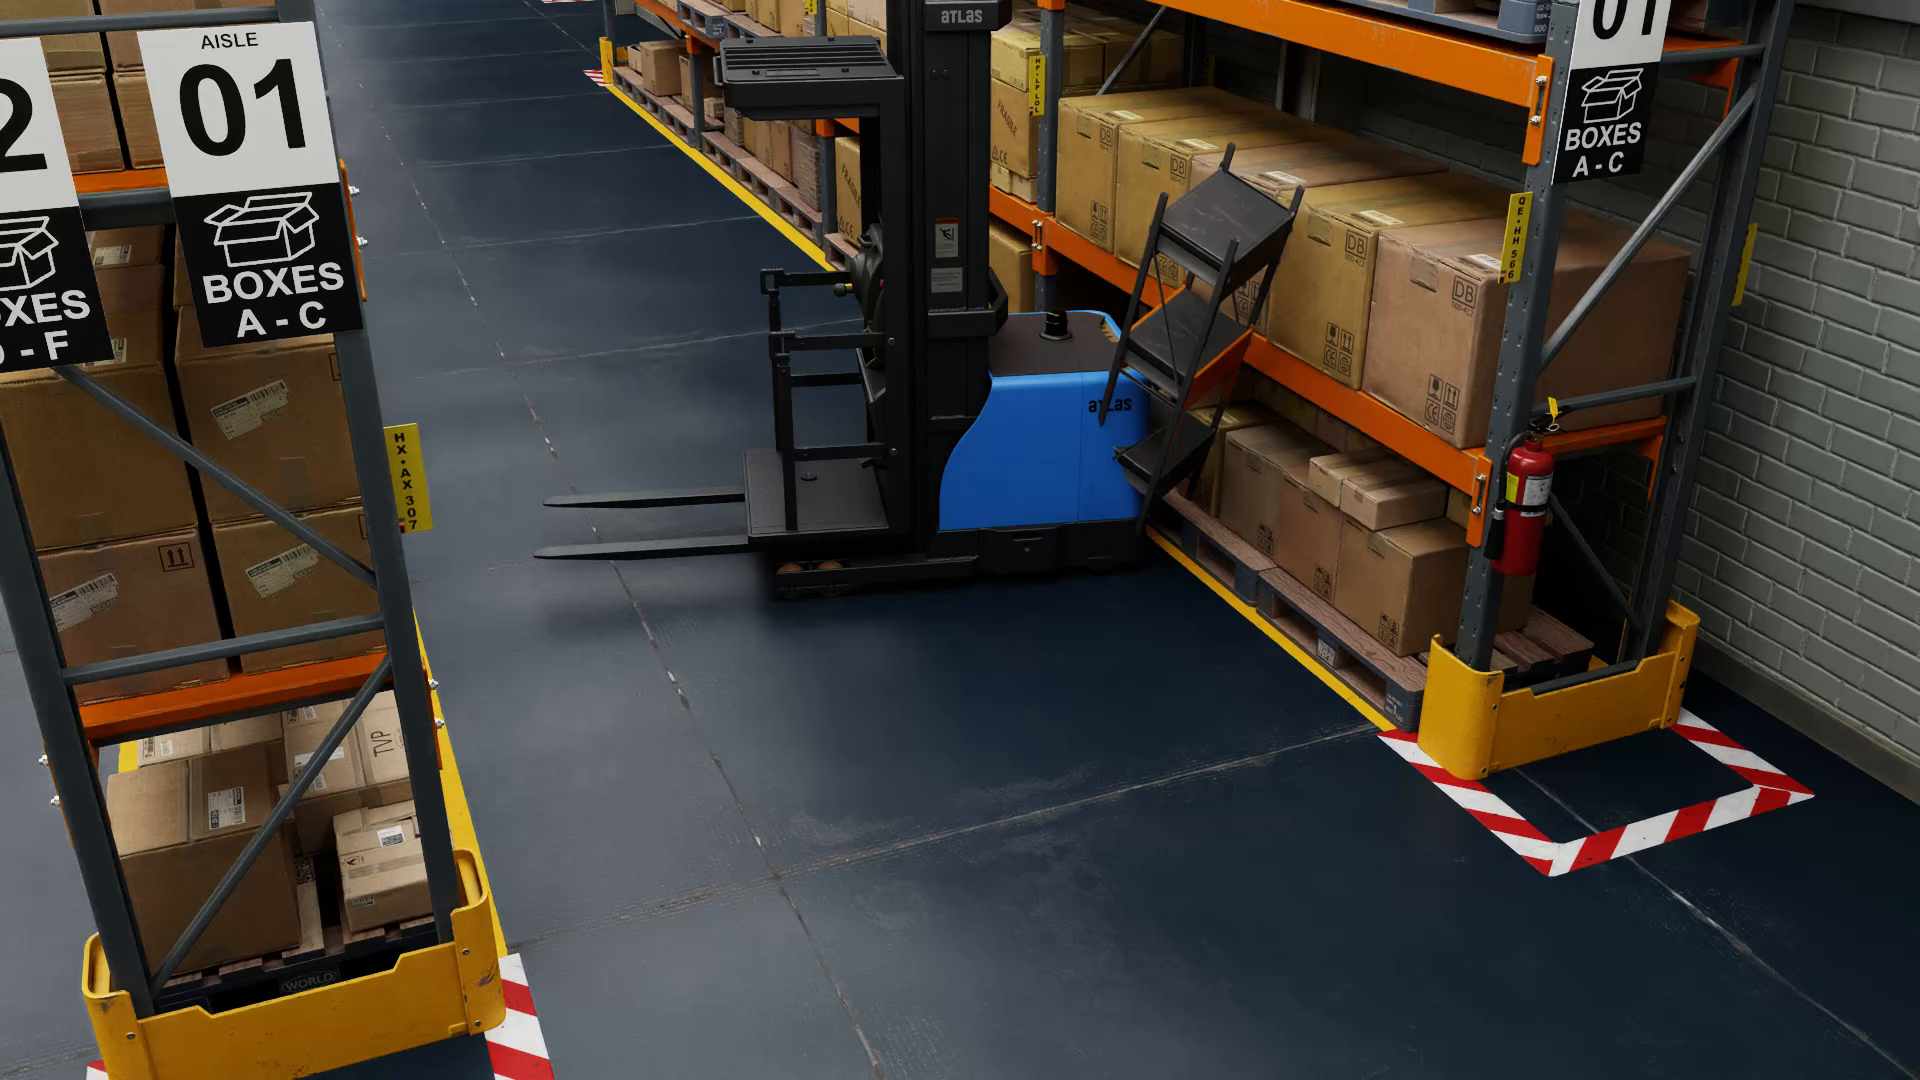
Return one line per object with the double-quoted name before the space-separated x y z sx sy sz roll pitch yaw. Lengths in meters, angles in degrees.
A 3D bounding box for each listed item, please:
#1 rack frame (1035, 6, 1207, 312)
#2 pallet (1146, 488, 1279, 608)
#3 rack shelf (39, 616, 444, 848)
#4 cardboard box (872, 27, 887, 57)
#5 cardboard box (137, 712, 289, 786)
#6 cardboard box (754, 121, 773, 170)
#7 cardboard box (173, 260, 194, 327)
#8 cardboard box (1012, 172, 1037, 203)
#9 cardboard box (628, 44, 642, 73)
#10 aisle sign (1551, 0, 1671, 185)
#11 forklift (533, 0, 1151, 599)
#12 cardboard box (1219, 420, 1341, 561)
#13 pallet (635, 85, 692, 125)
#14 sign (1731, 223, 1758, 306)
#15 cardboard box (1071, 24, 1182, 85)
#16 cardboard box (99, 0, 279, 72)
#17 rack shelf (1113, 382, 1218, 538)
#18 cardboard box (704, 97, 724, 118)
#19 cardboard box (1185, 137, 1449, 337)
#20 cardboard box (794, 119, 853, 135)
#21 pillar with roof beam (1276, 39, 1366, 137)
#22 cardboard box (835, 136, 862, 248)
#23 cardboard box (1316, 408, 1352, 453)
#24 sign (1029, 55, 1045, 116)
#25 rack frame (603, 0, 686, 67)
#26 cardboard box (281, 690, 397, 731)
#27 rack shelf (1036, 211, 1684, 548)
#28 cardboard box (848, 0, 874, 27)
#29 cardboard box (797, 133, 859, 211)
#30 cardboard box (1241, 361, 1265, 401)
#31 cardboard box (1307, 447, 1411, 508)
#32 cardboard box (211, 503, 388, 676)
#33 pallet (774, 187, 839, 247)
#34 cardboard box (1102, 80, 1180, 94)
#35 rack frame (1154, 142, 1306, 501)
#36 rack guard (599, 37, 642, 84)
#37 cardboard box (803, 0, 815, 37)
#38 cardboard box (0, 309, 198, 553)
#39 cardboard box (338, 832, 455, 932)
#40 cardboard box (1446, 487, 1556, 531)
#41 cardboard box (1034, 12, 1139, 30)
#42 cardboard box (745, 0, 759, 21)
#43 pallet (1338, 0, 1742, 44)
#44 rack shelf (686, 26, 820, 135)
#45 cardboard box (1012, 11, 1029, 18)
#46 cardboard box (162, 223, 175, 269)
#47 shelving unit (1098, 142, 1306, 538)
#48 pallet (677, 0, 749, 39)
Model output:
"rack frame" 0.930 -2.156 9.747 1.000 3.000 0.127 -11 28 -21
"pallet" 1.637 -0.089 8.693 1.003 0.211 1.213 -11 28 -21
"rack shelf" -2.844 -0.173 6.505 1.077 0.370 4.000 -11 28 -21
"cardboard box" -0.292 -3.305 11.624 0.500 0.500 0.500 -11 28 -21
"cardboard box" -2.844 0.783 6.359 0.500 0.250 0.500 -11 28 -21
"cardboard box" -1.489 -3.753 15.365 0.700 0.500 0.500 -10 28 -20
"cardboard box" -2.203 -0.617 5.342 0.500 0.500 0.500 -10 28 -20
"cardboard box" 0.537 -2.140 9.978 0.380 0.149 0.250 -10 28 -20
"cardboard box" -3.582 -5.695 19.559 0.500 0.311 0.500 -14 29 -26
"aisle sign" 2.248 -1.629 5.704 0.394 0.787 0.004 -11 28 -21
"forklift" -0.623 -1.277 8.025 3.031 2.935 1.130 -4 26 -8
"cardboard box" 1.736 -0.277 8.269 0.700 0.500 0.500 -12 28 -22
"pallet" -2.980 -4.891 18.527 1.003 0.211 1.213 -11 28 -21
"sign" 3.009 -1.059 6.423 0.100 0.325 0.005 -11 28 -21
"cardboard box" 0.989 -2.911 9.963 0.500 0.250 0.500 -10 28 -19
"cardboard box" -2.022 -1.446 4.475 0.500 0.250 0.500 -11 28 -21
"rack shelf" 0.932 -0.392 8.339 0.431 0.518 0.480 38 56 19
"cardboard box" -2.440 -4.521 17.319 0.380 0.166 0.250 -15 30 -27
"cardboard box" 1.702 -1.481 8.024 0.980 0.700 0.700 -12 28 -23
"cardboard box" -1.132 -3.705 14.412 0.500 0.250 0.500 -10 28 -20
"pillar with roof beam" -1.961 -3.978 6.642 9.100 9.000 0.400 -11 28 -21
"cardboard box" -0.470 -2.674 12.780 0.750 0.750 0.750 -11 28 -21
"cardboard box" 1.966 -0.556 8.100 0.380 0.149 0.250 -10 28 -20
"sign" 0.434 -2.544 9.312 0.100 0.325 0.005 -11 28 -21
"rack frame" -3.770 -7.001 19.669 1.000 3.000 0.127 -11 28 -21
"cardboard box" -2.404 0.677 6.577 0.500 0.250 0.500 -11 28 -21
"rack shelf" 1.713 -1.025 8.251 1.077 0.370 4.000 -11 28 -21
"cardboard box" -0.485 -3.851 11.888 0.500 0.250 0.500 -11 28 -21
"cardboard box" -0.967 -3.127 14.084 0.700 0.500 0.500 -10 28 -20
"cardboard box" 1.664 -0.865 8.735 0.380 0.149 0.250 -10 28 -20
"cardboard box" 1.811 -0.287 7.551 0.380 0.149 0.250 -10 28 -19
"cardboard box" -1.992 0.042 5.131 0.500 0.500 0.500 -10 28 -20
"pallet" -0.942 -2.834 14.313 1.003 0.211 1.213 -11 28 -21
"cardboard box" 0.981 -2.573 10.125 0.500 0.500 0.500 -12 28 -22
"rack frame" 1.179 -0.958 7.906 0.400 2.100 0.015 38 56 19
"rack guard" -3.740 -5.847 20.155 1.175 0.500 0.348 -11 28 -21
"cardboard box" -0.830 -4.202 13.321 0.700 0.500 0.500 -14 29 -27
"cardboard box" -2.488 -0.315 4.724 0.500 0.500 0.500 -11 28 -21
"cardboard box" -1.908 1.167 5.690 0.380 0.149 0.250 -11 28 -21
"cardboard box" 2.363 -0.148 7.265 0.380 0.149 0.250 -10 28 -20
"cardboard box" 0.778 -3.121 10.393 0.500 0.250 0.500 -10 28 -20
"cardboard box" -1.537 -4.930 14.813 0.700 0.500 0.500 -7 27 -14
"pallet" 2.196 -2.147 6.411 1.003 0.211 1.213 -11 28 -21
"rack shelf" -1.420 -4.255 14.866 1.077 0.370 4.000 -11 28 -21
"cardboard box" 0.120 -3.239 10.635 0.500 0.250 0.500 -10 28 -20
"cardboard box" -3.095 -0.935 5.993 0.500 0.500 0.500 -10 28 -19
"shelving unit" 1.018 -0.825 7.779 0.431 2.100 0.503 38 56 19
"pallet" -2.038 -4.966 15.721 1.003 0.211 1.213 -11 28 -21
